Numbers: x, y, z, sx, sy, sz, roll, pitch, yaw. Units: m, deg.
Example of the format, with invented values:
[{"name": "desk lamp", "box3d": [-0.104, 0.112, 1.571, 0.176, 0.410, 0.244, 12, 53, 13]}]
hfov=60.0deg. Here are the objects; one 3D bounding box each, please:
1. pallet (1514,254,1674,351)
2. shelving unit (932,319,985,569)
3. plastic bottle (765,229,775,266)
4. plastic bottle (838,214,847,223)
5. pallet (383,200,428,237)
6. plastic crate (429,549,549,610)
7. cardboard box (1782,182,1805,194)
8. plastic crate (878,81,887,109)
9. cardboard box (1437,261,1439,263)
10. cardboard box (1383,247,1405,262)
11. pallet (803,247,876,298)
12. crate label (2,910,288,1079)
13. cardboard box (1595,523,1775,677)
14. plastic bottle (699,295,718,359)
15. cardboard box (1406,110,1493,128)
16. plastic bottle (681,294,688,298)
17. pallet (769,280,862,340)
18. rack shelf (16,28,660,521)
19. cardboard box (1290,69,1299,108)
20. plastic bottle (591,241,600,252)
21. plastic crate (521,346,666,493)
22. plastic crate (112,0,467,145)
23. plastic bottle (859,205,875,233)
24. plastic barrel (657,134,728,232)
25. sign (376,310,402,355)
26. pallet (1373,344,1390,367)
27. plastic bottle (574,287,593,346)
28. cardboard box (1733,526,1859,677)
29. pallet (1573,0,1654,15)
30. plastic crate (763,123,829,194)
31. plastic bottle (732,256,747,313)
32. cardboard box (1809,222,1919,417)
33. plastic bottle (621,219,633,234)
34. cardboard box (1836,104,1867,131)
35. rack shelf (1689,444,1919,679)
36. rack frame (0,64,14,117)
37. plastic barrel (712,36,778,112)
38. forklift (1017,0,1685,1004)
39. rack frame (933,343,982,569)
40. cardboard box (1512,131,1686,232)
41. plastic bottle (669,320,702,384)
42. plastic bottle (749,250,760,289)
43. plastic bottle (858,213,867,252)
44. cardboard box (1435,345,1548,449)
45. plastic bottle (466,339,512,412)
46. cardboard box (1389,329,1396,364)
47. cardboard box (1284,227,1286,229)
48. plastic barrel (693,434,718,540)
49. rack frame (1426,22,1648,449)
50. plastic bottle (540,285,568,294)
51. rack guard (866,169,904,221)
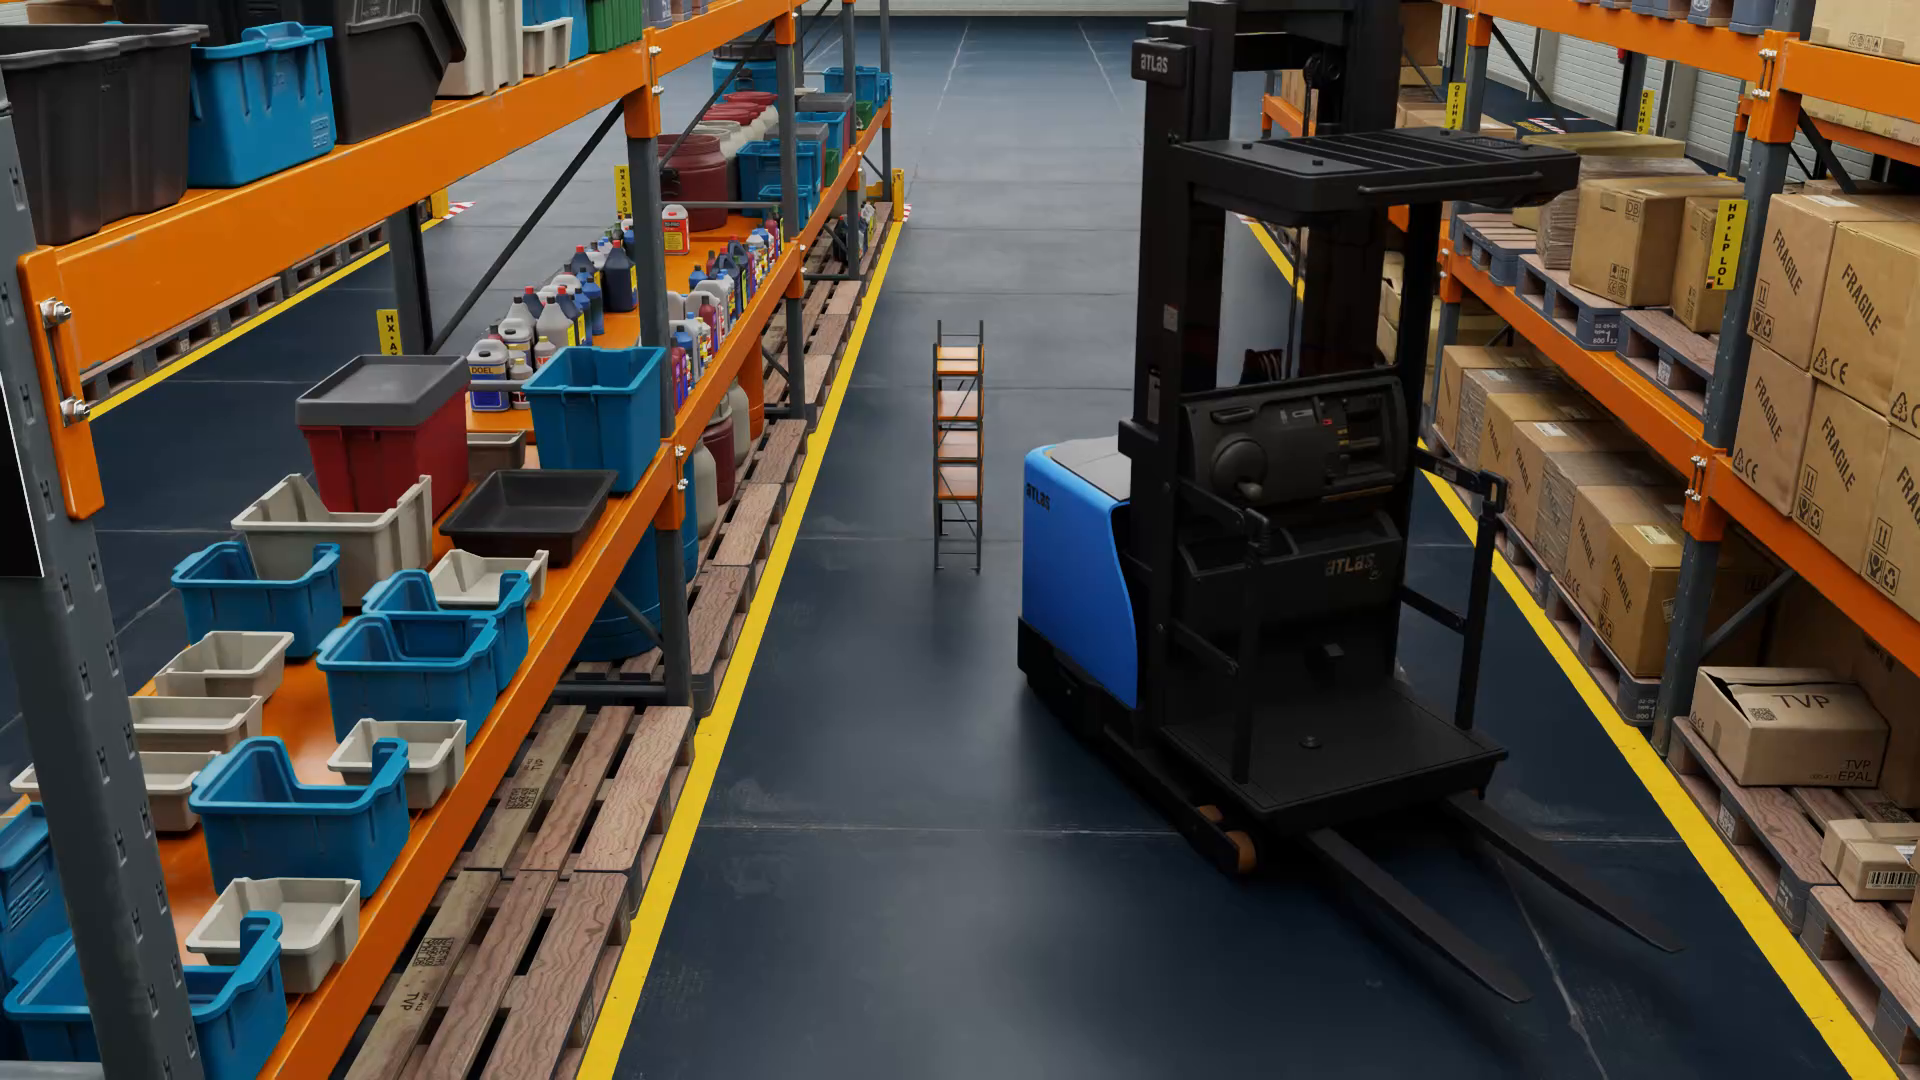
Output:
[{"name": "pallet", "box3d": [3.409, -1.181, 8.191, 1.003, 0.211, 1.213, 1, 21, 2]}, {"name": "shelving unit", "box3d": [-0.005, -0.500, 8.658, 0.258, 1.200, 0.503, 1, 21, 2]}, {"name": "plastic bottle", "box3d": [-1.103, -1.661, 9.438, 0.097, 0.201, 0.097, 0, 21, 0]}, {"name": "plastic bottle", "box3d": [-1.057, -2.913, 15.546, 0.152, 0.276, 0.135, 1, 21, 2]}, {"name": "pallet", "box3d": [-6.258, -3.356, 17.386, 1.003, 0.211, 1.213, 1, 21, 2]}, {"name": "plastic crate", "box3d": [-1.362, 0.145, 4.791, 0.293, 0.136, 0.466, 1, 21, 2]}, {"name": "cardboard box", "box3d": [8.547, -3.515, 17.051, 0.500, 0.311, 0.500, -2, 21, -4]}, {"name": "plastic crate", "box3d": [-0.986, -4.434, 16.515, 0.499, 0.251, 0.408, 1, 21, 2]}, {"name": "cardboard box", "box3d": [3.832, -2.077, 12.681, 0.500, 0.311, 0.500, 1, 21, 1]}, {"name": "cardboard box", "box3d": [3.288, -2.080, 12.689, 0.500, 0.311, 0.500, 0, 21, 0]}, {"name": "pallet", "box3d": [-1.304, -2.418, 14.969, 1.003, 0.211, 1.213, 1, 21, 2]}, {"name": "crate label", "box3d": [-1.395, 0.827, 2.898, 0.416, 0.233, 0.303, 1, 21, 2]}, {"name": "cardboard box", "box3d": [3.070, 0.251, 7.082, 0.500, 0.500, 0.500, 1, 21, 1]}, {"name": "plastic bottle", "box3d": [-1.145, -0.978, 7.564, 0.061, 0.283, 0.133, 1, 21, 2]}, {"name": "cardboard box", "box3d": [3.514, -2.817, 12.005, 0.500, 0.500, 0.500, 1, 21, 2]}, {"name": "plastic bottle", "box3d": [-1.305, -1.067, 7.907, 0.097, 0.201, 0.097, 0, 21, 0]}, {"name": "pallet", "box3d": [-1.351, -1.891, 13.612, 1.003, 0.211, 1.213, 1, 21, 2]}, {"name": "rack shelf", "box3d": [-1.670, -0.923, 4.109, 1.077, 0.370, 4.000, 1, 21, 2]}, {"name": "cardboard box", "box3d": [3.668, -4.554, 16.481, 0.700, 0.500, 0.500, 1, 21, 3]}, {"name": "plastic bottle", "box3d": [-1.905, -1.405, 8.664, 0.061, 0.283, 0.133, 1, 21, 2]}, {"name": "plastic crate", "box3d": [-1.283, -0.431, 5.933, 0.392, 0.384, 0.575, 1, 21, 2]}, {"name": "plastic crate", "box3d": [-1.410, -1.056, 3.542, 0.504, 0.338, 0.767, 1, 21, 2]}, {"name": "plastic bottle", "box3d": [-0.897, -3.098, 16.023, 0.152, 0.276, 0.135, 1, 21, 2]}, {"name": "plastic barrel", "box3d": [-1.777, -2.264, 10.529, 0.600, 0.536, 0.708, 1, 21, 2]}, {"name": "sign", "box3d": [-2.159, -0.719, 6.353, 0.100, 0.325, 0.005, 1, 21, 2]}, {"name": "pallet", "box3d": [3.567, -1.411, 12.373, 1.003, 0.211, 1.213, 1, 21, 2]}, {"name": "plastic bottle", "box3d": [-1.765, -1.038, 7.735, 0.097, 0.271, 0.097, 0, 21, 0]}, {"name": "cardboard box", "box3d": [3.600, 0.261, 7.058, 0.500, 0.500, 0.500, 0, 21, -1]}, {"name": "pallet", "box3d": [3.460, -2.448, 7.305, 1.213, 0.211, 1.003, 1, 21, 2]}, {"name": "plastic crate", "box3d": [-1.133, -2.640, 11.598, 0.402, 0.464, 0.583, 1, 21, 2]}, {"name": "plastic bottle", "box3d": [-1.118, -1.296, 8.383, 0.061, 0.283, 0.133, 1, 21, 2]}, {"name": "cardboard box", "box3d": [3.031, -0.686, 5.130, 0.500, 0.500, 0.500, 0, 21, 0]}, {"name": "plastic bottle", "box3d": [-1.838, -1.651, 9.310, 0.152, 0.276, 0.135, 1, 21, 2]}, {"name": "cardboard box", "box3d": [8.271, -3.843, 14.966, 0.500, 0.250, 0.500, 1, 21, 1]}, {"name": "rack shelf", "box3d": [3.281, 0.531, 4.508, 1.077, 0.370, 4.000, 1, 21, 2]}, {"name": "rack frame", "box3d": [-1.731, -1.934, 1.573, 1.000, 3.000, 0.127, 1, 21, 2]}, {"name": "plastic barrel", "box3d": [-1.681, -3.573, 13.398, 0.600, 0.901, 0.708, 1, 21, 2]}, {"name": "forklift", "box3d": [1.323, -0.343, 5.862, 1.130, 2.935, 3.031, -9, 23, -23]}, {"name": "rack frame", "box3d": [-0.012, -0.411, 8.430, 0.240, 1.200, 0.015, 1, 21, 2]}, {"name": "cardboard box", "box3d": [3.557, -1.987, 9.285, 0.700, 0.500, 0.500, -7, 22, -16]}, {"name": "plastic bottle", "box3d": [-1.204, -0.821, 7.169, 0.152, 0.276, 0.135, 1, 21, 2]}, {"name": "plastic bottle", "box3d": [-1.120, -1.450, 8.893, 0.097, 0.201, 0.097, 0, 21, 0]}, {"name": "plastic bottle", "box3d": [-0.921, -2.801, 15.156, 0.144, 0.351, 0.185, 0, 21, -1]}, {"name": "cardboard box", "box3d": [3.164, -0.852, 9.925, 0.500, 0.500, 0.500, 2, 21, 4]}, {"name": "plastic bottle", "box3d": [-1.921, -0.671, 6.784, 0.152, 0.276, 0.135, 1, 21, 2]}, {"name": "cardboard box", "box3d": [3.247, -1.267, 11.368, 0.500, 0.250, 0.500, 0, 21, 1]}, {"name": "cardboard box", "box3d": [3.441, -3.227, 16.420, 0.500, 0.250, 0.500, 1, 21, 2]}, {"name": "plastic barrel", "box3d": [-1.448, -0.275, 8.449, 0.421, 0.512, 0.421, 0, 21, 0]}, {"name": "rack frame", "box3d": [3.463, -1.974, 9.969, 1.000, 3.000, 0.127, 1, 21, 2]}, {"name": "plastic bottle", "box3d": [-1.890, -1.035, 7.720, 0.152, 0.276, 0.135, 1, 21, 2]}, {"name": "rack guard", "box3d": [-1.200, -3.729, 17.948, 1.175, 0.500, 0.348, 1, 21, 2]}]
